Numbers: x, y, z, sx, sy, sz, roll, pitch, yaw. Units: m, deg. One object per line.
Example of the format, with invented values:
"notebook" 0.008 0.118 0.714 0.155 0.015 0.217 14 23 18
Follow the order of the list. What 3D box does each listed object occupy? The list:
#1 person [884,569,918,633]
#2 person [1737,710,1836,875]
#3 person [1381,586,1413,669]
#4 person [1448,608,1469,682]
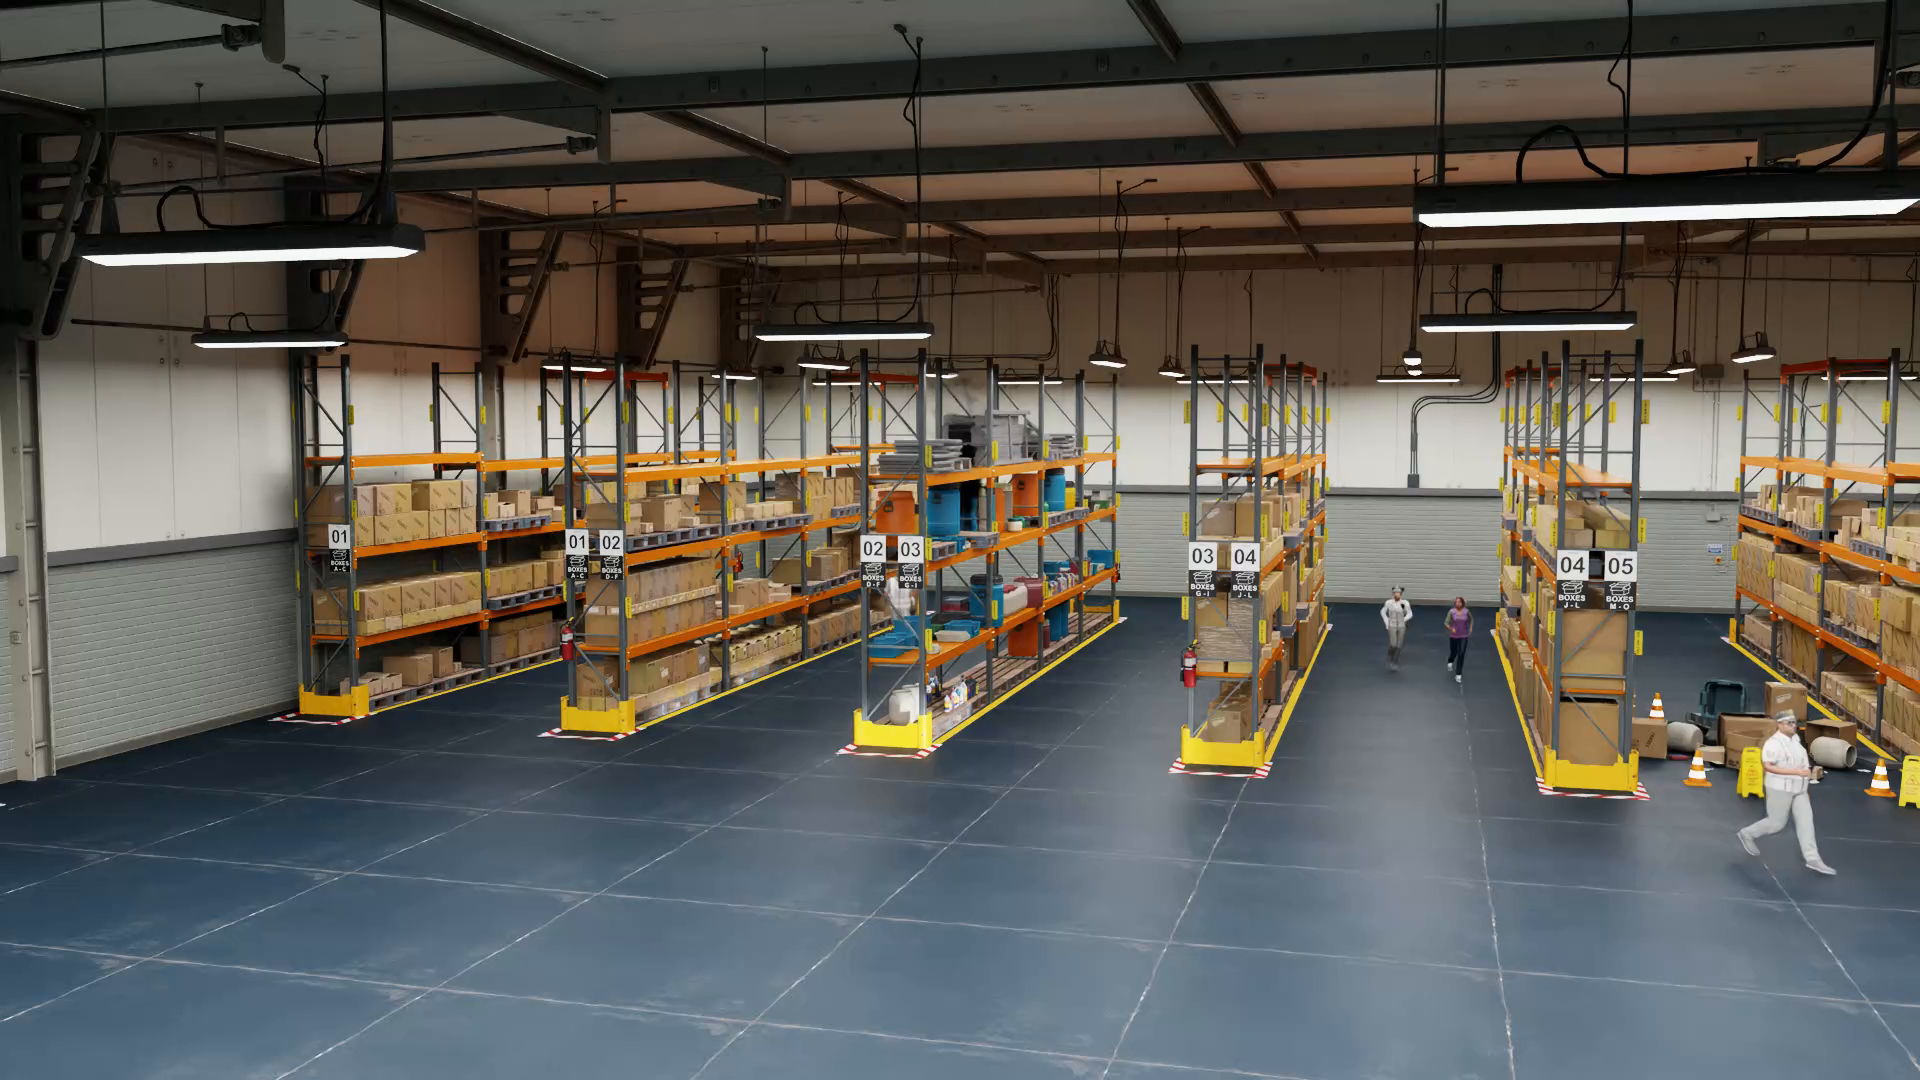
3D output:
"person" -1.214 1.386 33.066 0.650 1.818 0.946 0 4 3
"person" 9.116 2.726 18.302 0.295 1.743 1.074 -2 5 -27
"person" 8.586 1.713 32.677 0.593 1.664 0.425 1 4 9
"person" 9.466 1.964 31.568 0.357 1.380 0.806 1 4 13
